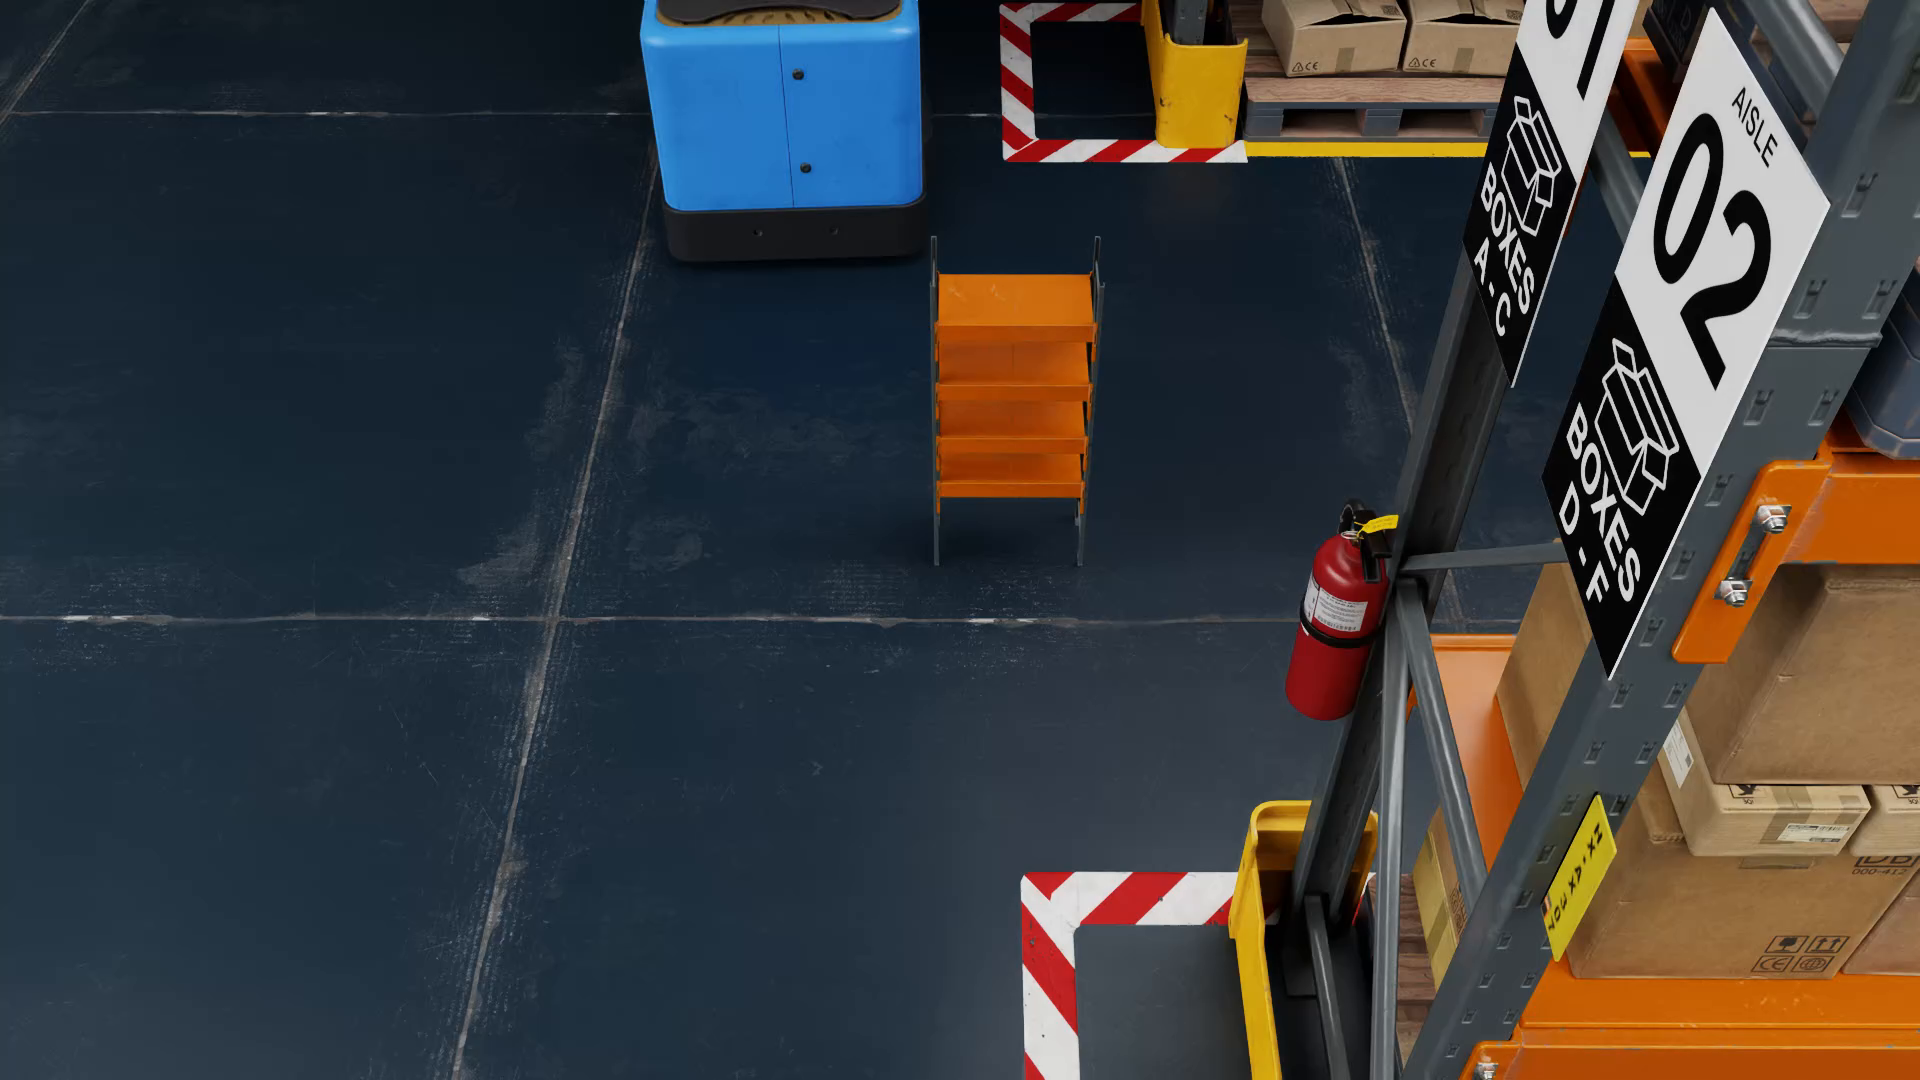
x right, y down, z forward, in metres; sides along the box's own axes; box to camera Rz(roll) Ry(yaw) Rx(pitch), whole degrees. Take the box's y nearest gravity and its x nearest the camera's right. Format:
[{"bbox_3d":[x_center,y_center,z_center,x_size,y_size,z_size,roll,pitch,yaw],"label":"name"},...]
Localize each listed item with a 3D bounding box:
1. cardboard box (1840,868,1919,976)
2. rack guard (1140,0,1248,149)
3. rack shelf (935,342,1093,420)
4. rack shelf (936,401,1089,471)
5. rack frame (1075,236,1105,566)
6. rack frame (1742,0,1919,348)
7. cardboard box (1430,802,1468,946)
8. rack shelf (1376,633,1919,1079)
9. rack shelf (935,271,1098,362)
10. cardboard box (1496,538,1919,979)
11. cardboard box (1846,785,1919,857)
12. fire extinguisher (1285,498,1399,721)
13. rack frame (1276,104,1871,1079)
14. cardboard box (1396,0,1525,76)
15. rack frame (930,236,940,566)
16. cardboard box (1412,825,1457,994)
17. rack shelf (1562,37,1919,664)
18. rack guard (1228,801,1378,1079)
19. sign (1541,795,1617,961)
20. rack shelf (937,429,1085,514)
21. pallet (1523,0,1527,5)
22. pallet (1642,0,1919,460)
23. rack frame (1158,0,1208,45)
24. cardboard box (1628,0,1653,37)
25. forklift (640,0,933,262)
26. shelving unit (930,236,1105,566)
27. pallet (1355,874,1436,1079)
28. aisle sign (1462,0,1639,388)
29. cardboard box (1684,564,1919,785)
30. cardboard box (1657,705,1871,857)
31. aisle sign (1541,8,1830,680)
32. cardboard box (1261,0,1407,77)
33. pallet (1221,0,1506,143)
[{"bbox_3d":[1.951,0.416,3.245,0.500,0.500,0.700,1,47,1],"label":"cardboard box"},{"bbox_3d":[1.050,-2.332,7.579,0.348,0.500,1.175,0,47,0],"label":"rack guard"},{"bbox_3d":[0.166,-0.515,5.196,0.480,0.148,0.258,0,47,0],"label":"rack shelf"},{"bbox_3d":[0.166,-0.363,5.360,0.480,0.148,0.258,0,47,0],"label":"rack shelf"},{"bbox_3d":[0.410,-0.408,5.310,0.015,1.200,0.240,0,47,0],"label":"rack frame"},{"bbox_3d":[0.959,-1.602,1.094,0.127,3.000,1.000,0,47,0],"label":"rack frame"},{"bbox_3d":[1.497,0.764,4.069,0.500,0.500,0.500,0,47,0],"label":"cardboard box"},{"bbox_3d":[2.959,0.692,3.548,4.000,0.370,1.077,0,47,0],"label":"rack shelf"},{"bbox_3d":[0.166,-0.676,5.023,0.480,0.148,0.258,0,47,0],"label":"rack shelf"},{"bbox_3d":[1.426,0.418,3.243,0.500,0.500,0.700,0,47,0],"label":"cardboard box"},{"bbox_3d":[1.615,0.344,2.869,0.250,0.149,0.380,-1,47,-1],"label":"cardboard box"},{"bbox_3d":[0.843,0.128,3.635,0.183,0.674,0.296,0,47,0],"label":"fire extinguisher"},{"bbox_3d":[0.959,0.442,3.290,0.127,3.000,1.000,0,47,0],"label":"rack frame"},{"bbox_3d":[2.236,-2.349,7.423,0.500,0.311,0.500,4,47,3],"label":"cardboard box"},{"bbox_3d":[-0.078,-0.409,5.311,0.015,1.200,0.240,0,47,0],"label":"rack frame"},{"bbox_3d":[1.497,1.021,4.342,0.500,0.250,0.500,0,47,0],"label":"cardboard box"},{"bbox_3d":[2.959,-0.330,2.450,4.000,0.370,1.077,0,47,0],"label":"rack shelf"},{"bbox_3d":[0.935,1.293,4.205,0.348,0.500,1.175,0,47,0],"label":"rack guard"},{"bbox_3d":[0.951,0.526,2.566,0.005,0.325,0.100,0,47,0],"label":"sign"},{"bbox_3d":[0.166,-0.227,5.505,0.480,0.148,0.258,0,47,0],"label":"rack shelf"},{"bbox_3d":[3.079,-2.200,7.654,1.213,0.211,1.003,0,47,0],"label":"pallet"},{"bbox_3d":[1.666,-0.529,2.205,1.213,0.211,1.003,0,47,0],"label":"pallet"},{"bbox_3d":[0.974,-3.184,6.665,0.127,3.000,1.000,0,47,0],"label":"rack frame"},{"bbox_3d":[2.969,-2.375,7.318,0.500,0.500,0.700,-3,47,-2],"label":"cardboard box"},{"bbox_3d":[-0.726,-3.189,6.716,1.130,2.935,3.031,-2,47,-2],"label":"forklift"},{"bbox_3d":[0.166,-0.408,5.310,0.503,1.200,0.258,0,47,0],"label":"shelving unit"},{"bbox_3d":[1.724,1.363,4.337,1.213,0.211,1.003,0,47,0],"label":"pallet"},{"bbox_3d":[0.895,-0.659,2.538,0.004,0.787,0.394,0,47,0],"label":"aisle sign"},{"bbox_3d":[1.479,-0.024,2.768,0.500,0.500,0.700,0,47,0],"label":"cardboard box"},{"bbox_3d":[1.351,0.345,2.868,0.250,0.149,0.380,0,47,0],"label":"cardboard box"},{"bbox_3d":[0.893,-0.220,2.129,0.004,0.787,0.394,0,47,0],"label":"aisle sign"},{"bbox_3d":[1.666,-2.350,7.425,0.500,0.311,0.500,-5,47,-4],"label":"cardboard box"},{"bbox_3d":[1.862,-2.206,7.659,1.213,0.211,1.003,0,47,0],"label":"pallet"}]
